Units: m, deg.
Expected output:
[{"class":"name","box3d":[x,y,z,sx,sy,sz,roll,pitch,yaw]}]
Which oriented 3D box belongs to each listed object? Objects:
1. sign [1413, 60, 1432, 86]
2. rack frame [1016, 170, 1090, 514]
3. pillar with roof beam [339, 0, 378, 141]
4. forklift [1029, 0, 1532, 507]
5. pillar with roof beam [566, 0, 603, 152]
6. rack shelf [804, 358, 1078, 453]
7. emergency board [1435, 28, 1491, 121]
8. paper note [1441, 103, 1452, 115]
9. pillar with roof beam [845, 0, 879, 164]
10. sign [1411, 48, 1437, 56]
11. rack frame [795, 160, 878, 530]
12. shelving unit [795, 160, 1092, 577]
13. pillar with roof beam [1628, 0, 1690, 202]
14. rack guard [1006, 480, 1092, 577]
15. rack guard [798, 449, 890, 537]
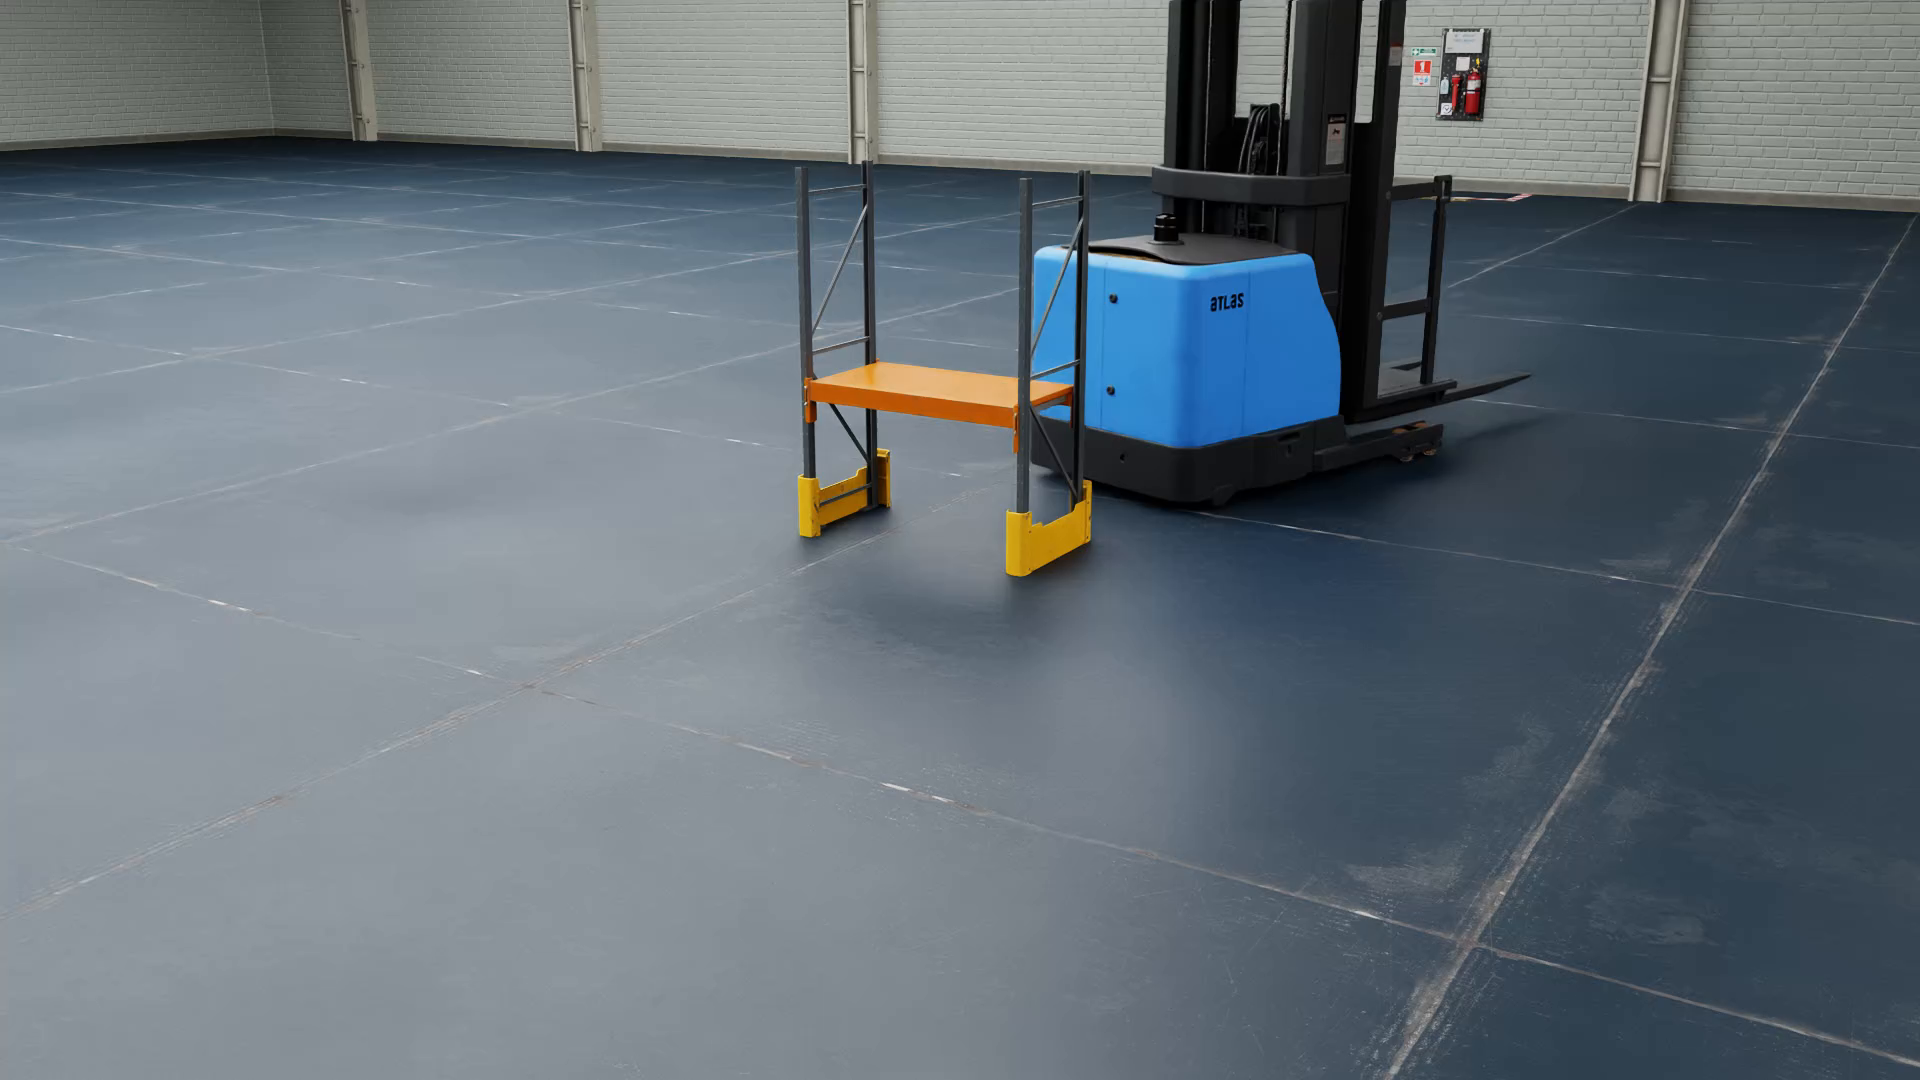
[{"class":"sign","box3d":[6.159,-6.227,22.160,0.234,0.329,0.001,10,20,30]},{"class":"rack frame","box3d":[0.360,-0.653,6.451,0.032,1.500,0.500,10,20,30]},{"class":"pillar with roof beam","box3d":[-14.042,-11.170,28.171,0.400,9.000,9.100,10,20,30]},{"class":"forklift","box3d":[1.767,-1.884,8.040,3.031,2.935,1.130,-14,22,-39]},{"class":"pillar with roof beam","box3d":[-8.929,-10.257,25.167,0.400,9.000,9.100,10,20,30]},{"class":"rack shelf","box3d":[-0.073,-0.558,6.758,1.000,0.185,0.538,10,20,30]},{"class":"emergency board","box3d":[6.576,-6.101,21.804,0.643,1.169,0.194,10,20,30]},{"class":"paper note","box3d":[6.462,-5.723,22.077,0.142,0.148,0.016,10,20,30]},{"class":"pillar with roof beam","box3d":[-3.816,-9.345,22.162,0.400,9.000,9.100,10,20,30]},{"class":"sign","box3d":[6.158,-6.478,22.073,0.331,0.109,0.001,10,20,30]},{"class":"rack frame","box3d":[-0.506,-0.808,6.961,0.032,1.500,0.500,10,20,30]},{"class":"shelving unit","box3d":[-0.065,-0.729,6.701,1.083,1.500,0.587,10,20,30]},{"class":"pillar with roof beam","box3d":[6.409,-7.520,16.153,0.400,9.000,9.100,10,20,30]},{"class":"rack guard","box3d":[0.359,-0.055,6.634,0.087,0.250,0.587,10,20,30]},{"class":"rack guard","box3d":[-0.489,-0.207,7.132,0.087,0.250,0.587,10,20,30]}]
